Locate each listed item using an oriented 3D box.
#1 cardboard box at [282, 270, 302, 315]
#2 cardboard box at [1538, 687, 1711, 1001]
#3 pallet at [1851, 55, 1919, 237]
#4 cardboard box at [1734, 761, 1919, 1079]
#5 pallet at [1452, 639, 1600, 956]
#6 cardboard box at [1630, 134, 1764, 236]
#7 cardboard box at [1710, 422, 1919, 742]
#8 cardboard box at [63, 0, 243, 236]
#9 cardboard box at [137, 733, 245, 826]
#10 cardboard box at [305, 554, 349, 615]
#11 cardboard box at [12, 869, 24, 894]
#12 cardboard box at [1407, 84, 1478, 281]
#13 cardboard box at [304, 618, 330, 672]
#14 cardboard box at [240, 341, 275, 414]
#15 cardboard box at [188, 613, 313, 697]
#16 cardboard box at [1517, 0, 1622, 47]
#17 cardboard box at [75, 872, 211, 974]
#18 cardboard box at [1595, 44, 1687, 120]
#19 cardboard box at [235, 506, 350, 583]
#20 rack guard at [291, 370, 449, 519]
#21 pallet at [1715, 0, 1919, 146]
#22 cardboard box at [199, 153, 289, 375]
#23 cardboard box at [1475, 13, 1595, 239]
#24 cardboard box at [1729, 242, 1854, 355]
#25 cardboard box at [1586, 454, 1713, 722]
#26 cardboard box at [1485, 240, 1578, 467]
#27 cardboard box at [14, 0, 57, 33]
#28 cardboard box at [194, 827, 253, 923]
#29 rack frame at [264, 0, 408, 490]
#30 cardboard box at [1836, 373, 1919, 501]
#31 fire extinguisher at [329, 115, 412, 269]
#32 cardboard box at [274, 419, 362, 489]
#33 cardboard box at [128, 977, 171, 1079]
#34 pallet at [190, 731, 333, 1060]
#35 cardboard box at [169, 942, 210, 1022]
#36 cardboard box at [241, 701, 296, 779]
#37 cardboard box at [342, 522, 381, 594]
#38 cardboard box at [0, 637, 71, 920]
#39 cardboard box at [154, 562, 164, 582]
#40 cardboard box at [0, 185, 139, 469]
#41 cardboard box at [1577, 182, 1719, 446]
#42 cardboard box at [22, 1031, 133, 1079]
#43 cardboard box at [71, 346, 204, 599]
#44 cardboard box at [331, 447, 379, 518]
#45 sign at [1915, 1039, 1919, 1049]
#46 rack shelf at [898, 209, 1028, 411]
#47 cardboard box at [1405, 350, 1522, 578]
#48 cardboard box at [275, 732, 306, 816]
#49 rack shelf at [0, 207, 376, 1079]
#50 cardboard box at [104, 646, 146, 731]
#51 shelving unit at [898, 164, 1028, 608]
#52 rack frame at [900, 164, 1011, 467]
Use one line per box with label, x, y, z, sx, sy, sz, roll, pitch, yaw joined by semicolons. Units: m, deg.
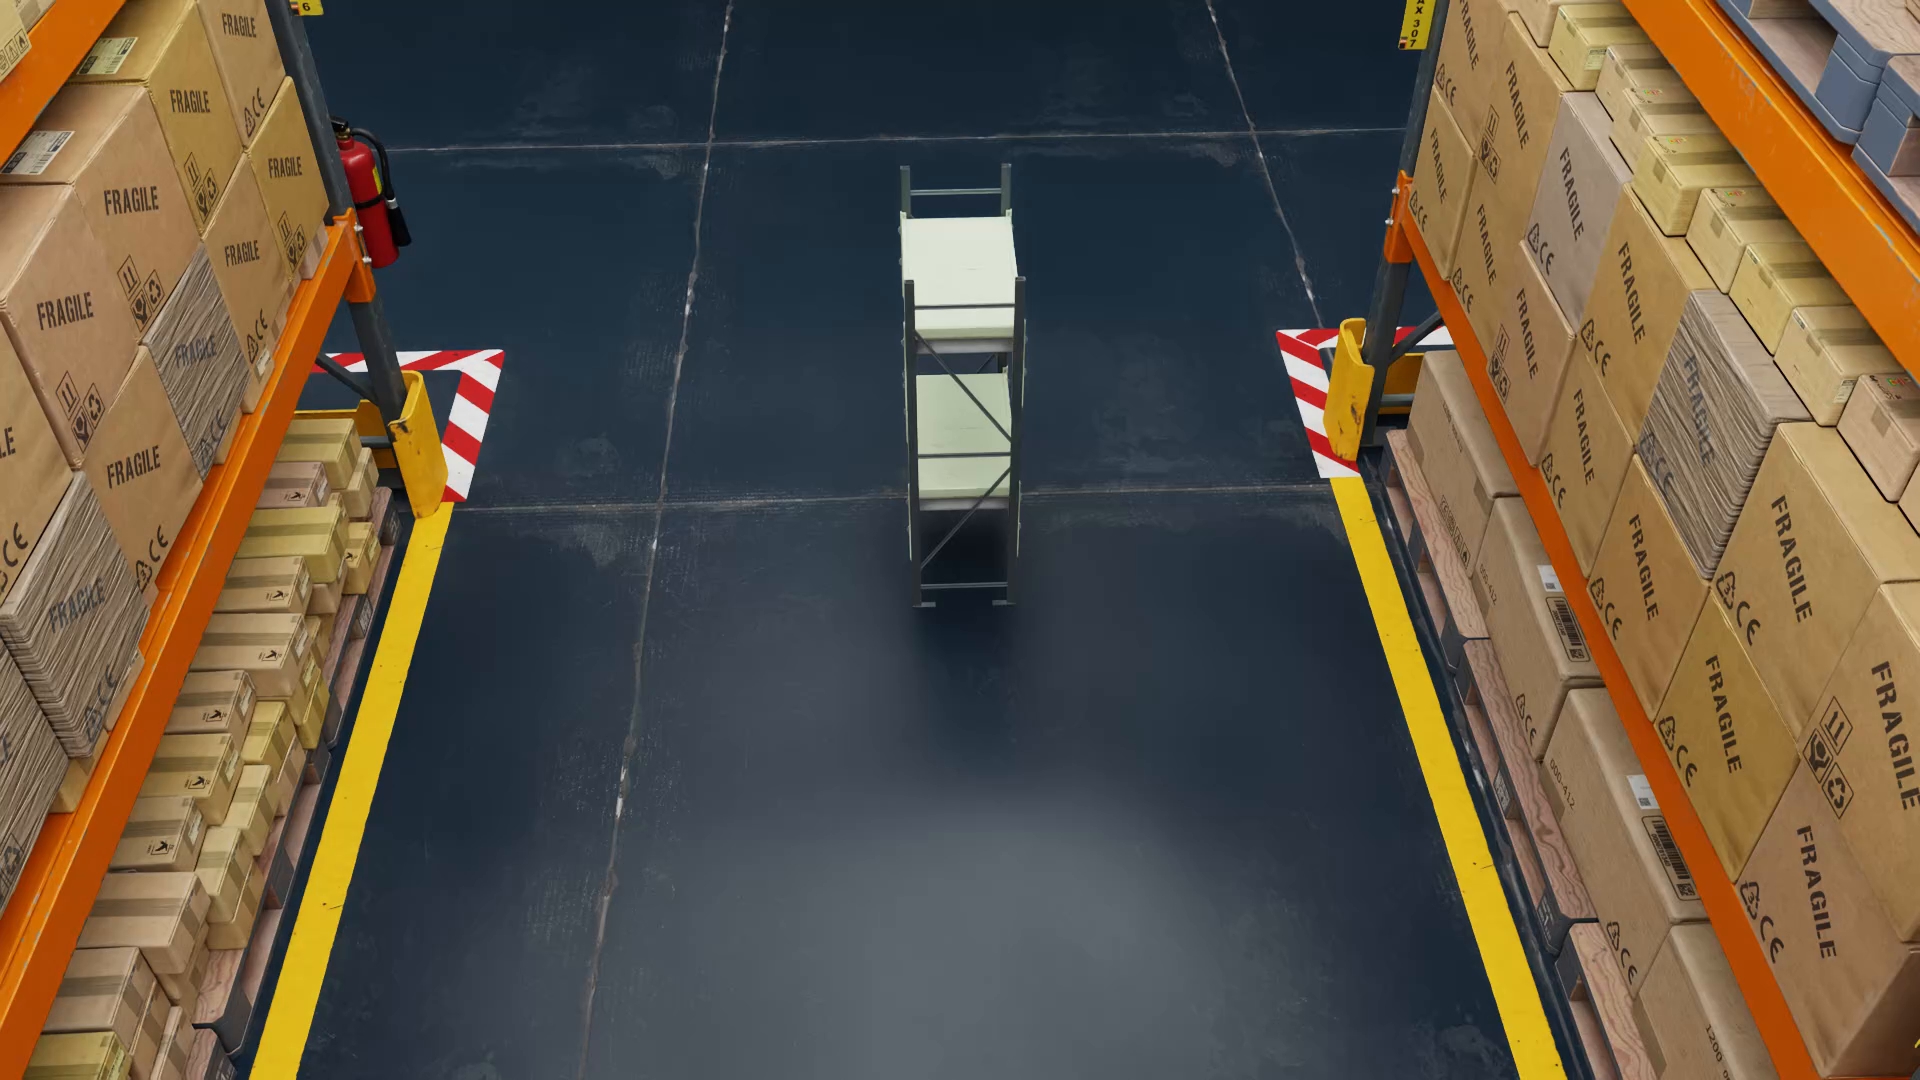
cardboard box;-2.484;-0.874;5.669;0.380;0.149;0.250;-2;43;-2
cardboard box;2.399;0.901;5.132;0.875;0.438;0.875;-3;43;-3
pallet;2.333;-0.483;2.903;1.003;0.211;1.213;-2;43;-2
cardboard box;2.082;0.800;3.583;0.500;0.500;0.500;-1;43;-1
pallet;2.349;0.830;5.689;1.003;0.211;1.213;-2;43;-2
cardboard box;1.950;-0.906;4.225;0.380;0.149;0.250;-3;43;-3
cardboard box;2.048;0.084;3.624;0.500;0.500;0.500;-2;43;-2
cardboard box;-2.464;-1.218;4.825;0.500;0.500;0.500;-3;43;-3
cardboard box;-2.432;0.736;5.086;0.380;0.149;0.250;-1;43;-2
cardboard box;-2.422;0.138;5.958;0.380;0.149;0.250;-3;43;-4
cardboard box;-2.424;0.711;3.941;0.380;0.149;0.250;-3;43;-4
cardboard box;1.921;-1.262;5.833;0.500;0.500;0.500;-2;43;-2
cardboard box;-2.462;0.416;5.875;0.380;0.149;0.250;-1;43;-1
cardboard box;-2.425;-0.533;5.298;0.380;0.149;0.250;-1;43;-1
cardboard box;-2.372;0.379;5.476;0.380;0.149;0.250;0;43;0
cardboard box;1.905;-1.601;4.983;0.380;0.149;0.250;0;43;0
cardboard box;-2.367;1.085;4.705;0.380;0.149;0.250;-1;43;-1
cardboard box;1.998;-1.248;4.597;0.380;0.149;0.250;-1;43;-1
cardboard box;-2.387;0.022;5.865;0.380;0.149;0.250;-3;43;-3
rack guard;-2.750;-0.374;6.789;1.175;0.500;0.348;-2;43;-2
pallet;2.284;-1.304;3.799;1.003;0.211;1.213;-2;43;-2
cardboard box;-2.461;-0.850;5.163;0.500;0.500;0.500;-2;43;-2
cardboard box;1.952;-1.282;5.115;0.500;0.500;0.500;-3;43;-3
cardboard box;2.035;-0.565;3.853;0.380;0.149;0.250;-2;43;-3
cardboard box;2.019;0.114;4.332;0.500;0.500;0.500;-2;43;-2
cardboard box;1.974;-0.577;5.086;0.500;0.500;0.500;-2;43;-2
cardboard box;-2.433;-1.419;3.969;0.500;0.250;0.500;0;43;0
cardboard box;-2.370;1.013;5.004;0.380;0.149;0.250;-2;43;-2
rack frame;-2.754;-1.347;6.000;1.000;3.000;0.127;-2;43;-2
cardboard box;2.094;-0.221;3.477;0.380;0.149;0.250;-2;43;-2
fire extinguisher;-2.303;-1.365;6.352;0.296;0.674;0.183;-2;43;-2
cardboard box;-2.478;-0.320;6.238;0.380;0.149;0.250;-1;43;-1
cardboard box;-2.435;1.372;4.613;0.380;0.149;0.250;-4;43;-4
pallet;-2.703;1.103;5.390;1.003;0.211;1.213;-2;43;-2
cardboard box;-2.459;1.298;4.913;0.380;0.149;0.250;-3;43;-4
cardboard box;-2.395;0.661;5.388;0.380;0.149;0.250;0;43;0
cardboard box;-2.411;0.069;6.254;0.380;0.149;0.250;0;43;0
cardboard box;-2.381;0.531;3.656;0.500;0.500;0.500;-2;43;-2
cardboard box;-2.463;0.008;4.707;0.380;0.149;0.250;-1;43;-1
cardboard box;-2.408;-0.511;4.053;0.500;0.500;0.500;-3;43;-3
cardboard box;2.004;-0.598;4.369;0.500;0.500;0.500;-1;43;-2
cardboard box;-2.404;1.434;4.324;0.380;0.149;0.250;-2;43;-2
cardboard box;-2.419;-0.171;4.422;0.500;0.500;0.500;0;43;0
cardboard box;-2.446;-0.213;6.341;0.380;0.149;0.250;-3;43;-3
sign;1.803;0.812;2.945;0.100;0.325;0.005;-2;43;-2
rack shelf;0.000;-0.836;5.975;0.431;0.370;0.720;-2;43;-2
cardboard box;2.316;-0.325;6.470;0.875;0.438;0.875;-3;43;-3
cardboard box;-2.397;0.772;5.487;0.380;0.149;0.250;-1;43;-1
rack shelf;-2.669;0.268;4.770;1.077;0.370;4.000;-2;43;-2
cardboard box;-2.373;0.357;4.326;0.380;0.149;0.250;0;43;0
shelving unit;0.000;-0.548;6.238;0.431;1.500;0.755;-2;43;-2
rack frame;-0.015;-0.795;6.508;0.400;1.500;0.023;-2;43;-2
